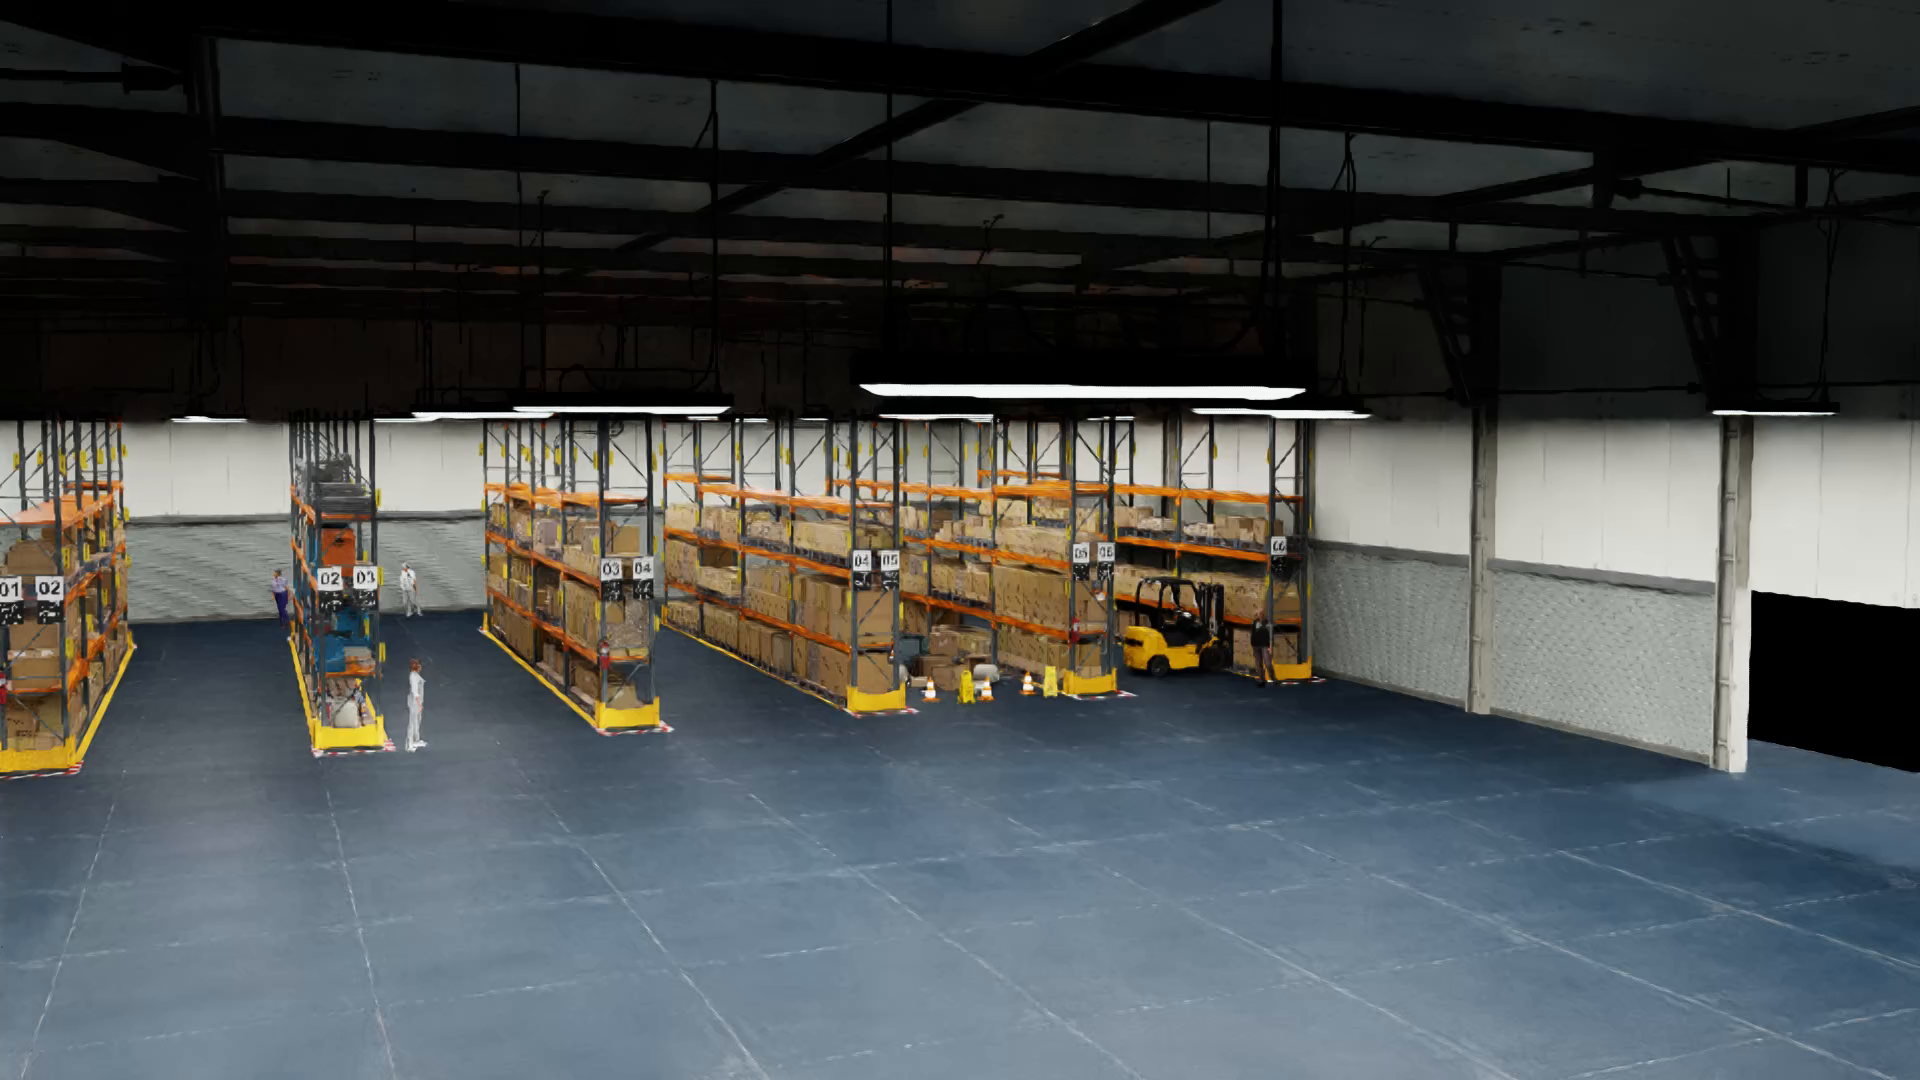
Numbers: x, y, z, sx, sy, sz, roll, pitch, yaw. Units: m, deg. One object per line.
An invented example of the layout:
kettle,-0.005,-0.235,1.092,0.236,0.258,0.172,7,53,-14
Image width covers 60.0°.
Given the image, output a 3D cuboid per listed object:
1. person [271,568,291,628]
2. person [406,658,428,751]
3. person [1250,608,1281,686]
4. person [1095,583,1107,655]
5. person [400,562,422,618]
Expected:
person,-19.140,1.633,46.930,0.592,1.672,0.528,2,5,30
person,-9.556,2.865,29.180,0.344,1.600,0.578,-1,4,-13
person,6.619,2.329,36.123,0.690,1.706,0.471,3,5,37
person,3.433,1.947,41.236,0.584,1.748,0.653,0,4,4
person,-16.258,1.459,49.184,0.556,1.653,0.576,1,4,14
